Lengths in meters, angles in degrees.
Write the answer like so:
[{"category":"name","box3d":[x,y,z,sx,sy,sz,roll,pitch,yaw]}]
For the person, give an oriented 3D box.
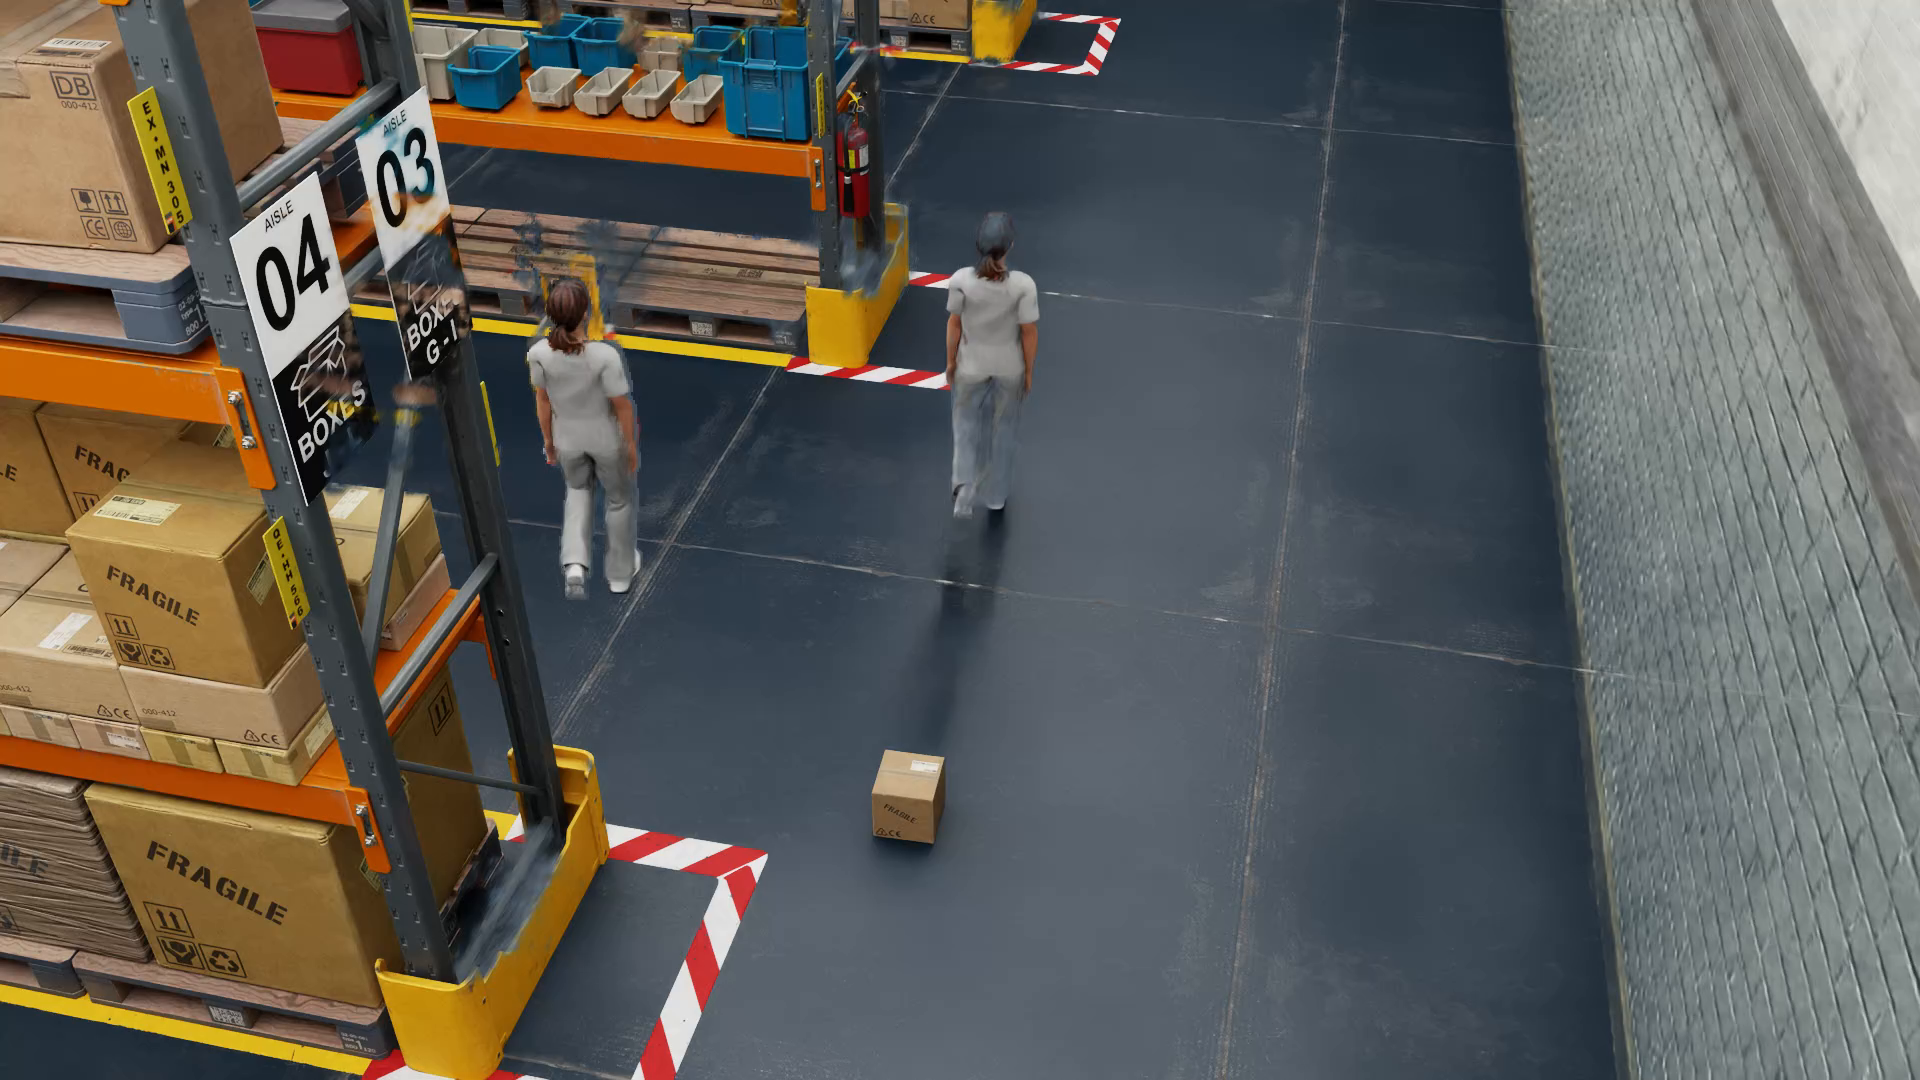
[{"category":"person","box3d":[0.156,-0.831,8.038,0.459,1.660,0.559,4,37,5]}]
